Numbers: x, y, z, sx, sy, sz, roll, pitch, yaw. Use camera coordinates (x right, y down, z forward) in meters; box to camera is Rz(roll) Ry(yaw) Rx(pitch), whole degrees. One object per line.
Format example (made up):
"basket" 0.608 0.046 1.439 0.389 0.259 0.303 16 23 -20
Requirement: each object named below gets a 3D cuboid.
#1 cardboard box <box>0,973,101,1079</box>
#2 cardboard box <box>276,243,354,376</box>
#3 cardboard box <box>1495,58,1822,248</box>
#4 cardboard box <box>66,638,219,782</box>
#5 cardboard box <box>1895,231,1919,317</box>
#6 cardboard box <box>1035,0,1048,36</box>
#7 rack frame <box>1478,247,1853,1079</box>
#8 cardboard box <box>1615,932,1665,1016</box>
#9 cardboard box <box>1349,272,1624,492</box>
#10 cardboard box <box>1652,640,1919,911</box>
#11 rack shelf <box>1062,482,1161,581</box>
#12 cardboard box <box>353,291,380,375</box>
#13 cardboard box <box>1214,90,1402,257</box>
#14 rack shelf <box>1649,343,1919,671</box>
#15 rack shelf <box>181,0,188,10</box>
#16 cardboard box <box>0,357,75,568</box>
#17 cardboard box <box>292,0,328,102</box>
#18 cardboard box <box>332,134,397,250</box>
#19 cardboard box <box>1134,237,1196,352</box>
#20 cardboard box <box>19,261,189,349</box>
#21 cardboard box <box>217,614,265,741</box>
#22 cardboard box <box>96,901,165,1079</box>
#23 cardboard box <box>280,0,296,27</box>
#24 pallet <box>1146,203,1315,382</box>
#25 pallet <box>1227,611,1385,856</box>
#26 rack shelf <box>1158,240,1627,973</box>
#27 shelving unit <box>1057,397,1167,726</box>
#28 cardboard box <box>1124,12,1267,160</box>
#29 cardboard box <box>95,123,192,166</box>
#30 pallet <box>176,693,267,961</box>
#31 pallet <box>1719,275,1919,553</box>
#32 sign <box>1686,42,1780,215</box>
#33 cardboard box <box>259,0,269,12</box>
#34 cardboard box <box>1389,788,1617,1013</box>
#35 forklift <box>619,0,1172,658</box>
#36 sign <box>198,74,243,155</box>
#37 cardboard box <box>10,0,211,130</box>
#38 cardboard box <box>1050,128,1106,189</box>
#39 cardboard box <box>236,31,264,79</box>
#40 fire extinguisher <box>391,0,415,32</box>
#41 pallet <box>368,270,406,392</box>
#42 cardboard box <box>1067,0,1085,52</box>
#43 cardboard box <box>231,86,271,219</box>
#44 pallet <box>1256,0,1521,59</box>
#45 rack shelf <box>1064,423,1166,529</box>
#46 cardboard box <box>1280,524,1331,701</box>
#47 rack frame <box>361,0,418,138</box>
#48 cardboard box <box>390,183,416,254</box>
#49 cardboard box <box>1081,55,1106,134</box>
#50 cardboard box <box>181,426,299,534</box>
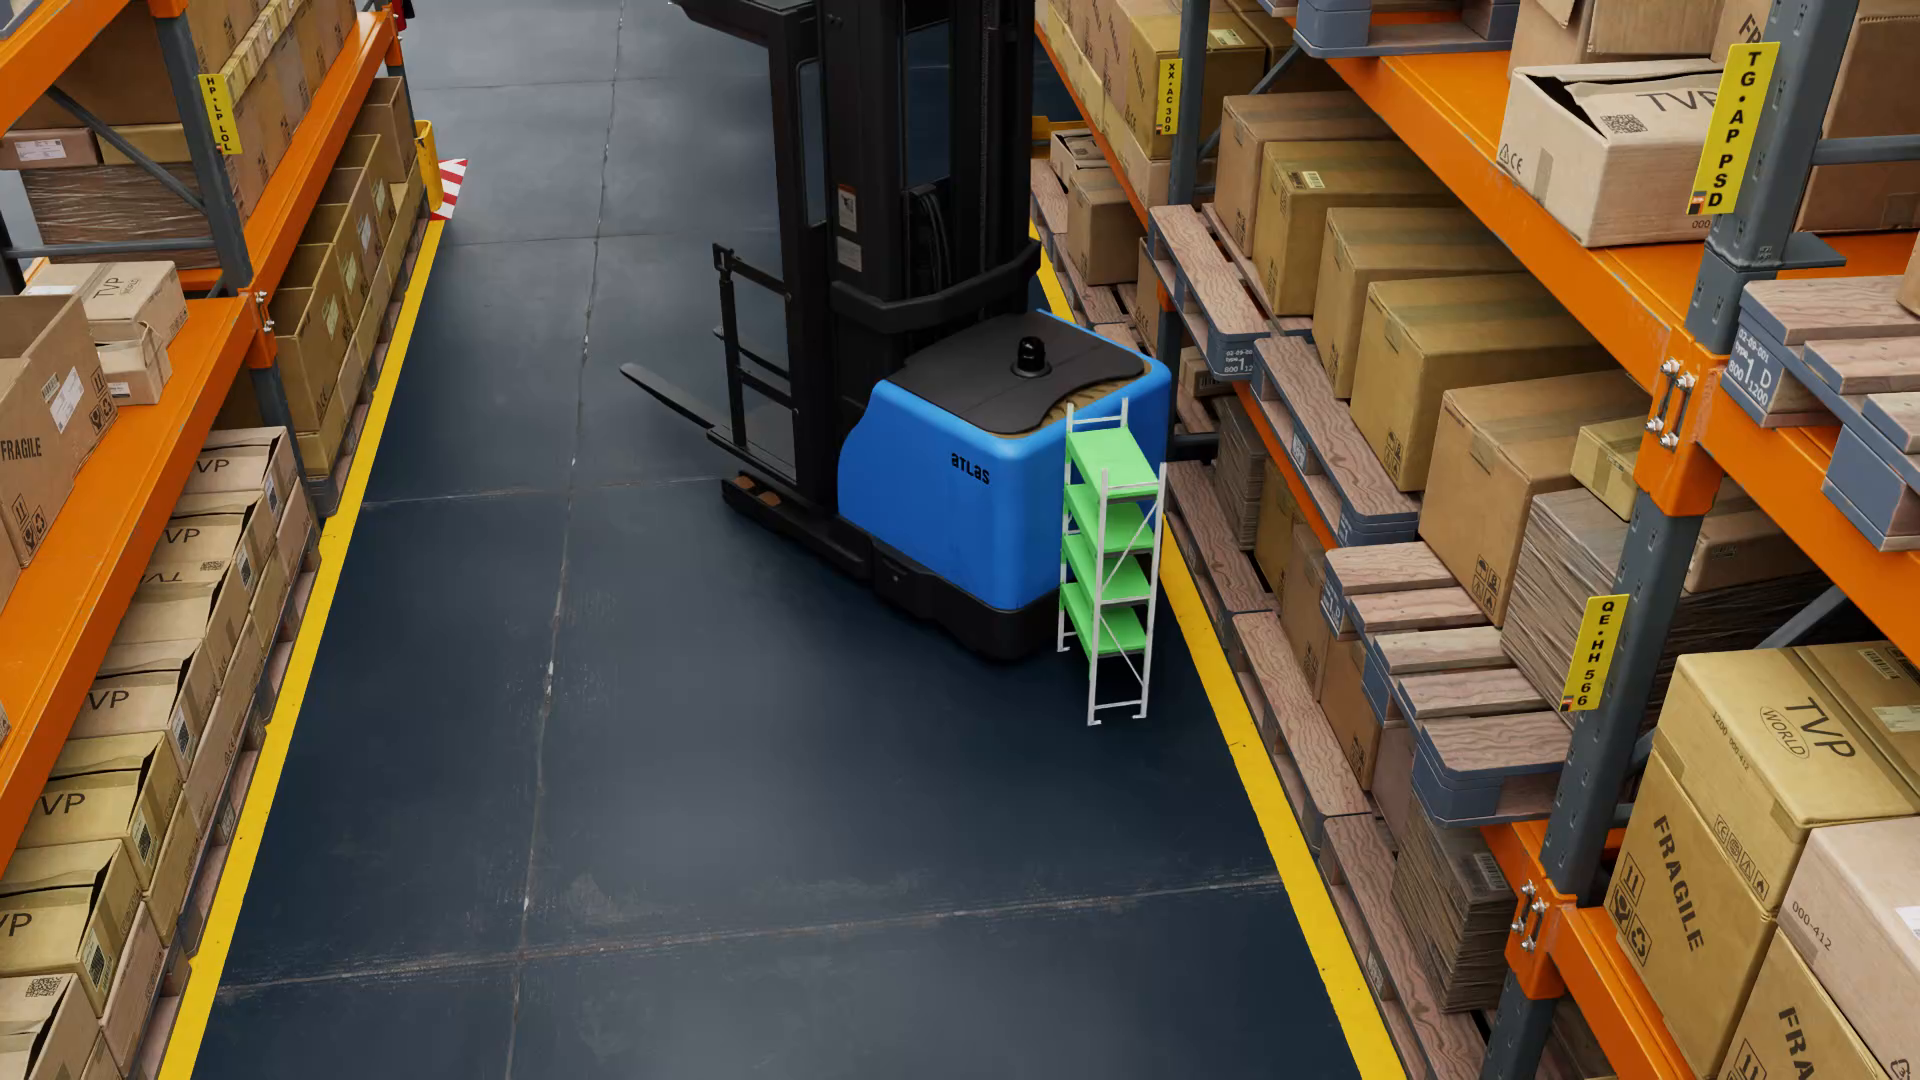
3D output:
"cardboard box" -2.720 1.451 4.528 0.500 0.311 0.500 -3 34 -5
"cardboard box" -3.305 -1.106 8.112 0.500 0.500 0.500 -4 35 -6
"cardboard box" 1.604 -0.935 3.856 0.500 0.311 0.500 -4 35 -6
"cardboard box" -2.935 0.587 5.796 0.500 0.311 0.500 -5 35 -7
"cardboard box" 2.089 -0.544 2.742 0.700 0.500 0.500 -7 35 -10
"cardboard box" 0.727 -3.168 9.851 0.500 0.250 0.500 -5 35 -8
"rack frame" 1.968 0.657 4.122 1.000 3.000 0.127 -4 35 -6
"cardboard box" 1.783 0.954 3.892 0.380 0.149 0.250 -5 35 -7
"cardboard box" 1.705 -0.521 5.371 0.700 0.500 0.500 -4 35 -6
"cardboard box" 1.777 0.464 3.369 0.500 0.250 0.500 -4 34 -5
"rack shelf" 0.582 -0.050 6.446 0.258 0.148 0.480 -7 35 -10
"cardboard box" -3.364 -1.075 8.733 0.500 0.250 0.500 -4 35 -6
"cardboard box" 1.465 -1.511 6.825 0.700 0.500 0.500 -4 35 -6
"rack shelf" 2.237 0.831 1.842 1.077 0.370 4.000 -4 35 -6
"rack shelf" -3.747 -3.256 7.839 1.077 0.370 4.000 -4 35 -6
"cardboard box" -3.253 -0.236 5.343 0.500 0.500 0.500 -4 35 -6
"cardboard box" -3.830 -2.639 8.871 0.700 0.500 0.500 -4 34 -6
"cardboard box" -3.500 -1.943 9.341 0.500 0.500 0.500 -4 35 -6
"cardboard box" 1.251 -1.300 8.823 0.500 0.500 0.500 -7 35 -10
"cardboard box" -3.369 -0.864 6.488 0.500 0.250 0.500 -2 34 -3
"cardboard box" -3.000 0.542 6.359 0.500 0.250 0.500 -4 34 -5
"cardboard box" -2.788 1.402 5.097 0.500 0.250 0.500 -5 35 -8
"cardboard box" -3.565 -2.675 8.347 0.380 0.149 0.250 -5 35 -7
"pallet" 1.389 -1.058 6.809 1.003 0.211 1.213 -4 35 -6
"pallet" 1.704 0.694 6.544 1.003 0.211 1.213 -4 35 -6
"rack shelf" 1.699 -0.162 5.962 1.077 0.370 4.000 -4 35 -6
"shelving unit" 0.582 0.095 6.545 0.258 1.200 0.503 -7 35 -10
"cardboard box" 1.060 -2.071 7.575 0.500 0.500 0.500 -4 35 -6
"cardboard box" -3.322 -1.672 6.874 0.380 0.149 0.250 -4 35 -6
"pallet" -3.173 1.045 6.029 1.003 0.211 1.213 -4 35 -6
"pallet" 2.107 -0.149 2.809 1.213 0.211 1.003 -3 34 -4
"sign" 1.430 -0.756 3.073 0.100 0.325 0.005 -4 35 -6
"cardboard box" -3.747 -2.862 8.046 0.700 0.500 0.500 -4 35 -6
"cardboard box" 1.819 1.111 5.286 0.700 0.500 0.500 -4 34 -6
"forklift" -0.488 -1.451 7.277 1.130 2.935 3.031 -29 44 -35
"sign" -2.942 -1.690 6.608 0.100 0.325 0.005 -4 35 -6
"cardboard box" -3.544 -2.022 6.813 0.700 0.500 0.500 -4 34 -6
"cardboard box" 0.896 -2.485 10.729 0.500 0.311 0.500 -8 35 -12
"cardboard box" -3.461 -2.242 7.711 0.380 0.149 0.250 -5 35 -8
"fire extinguisher" -3.572 -3.499 10.289 0.296 0.674 0.183 -4 35 -6
"pallet" -3.711 -1.175 9.286 1.003 0.211 1.213 -4 35 -6
"cardboard box" 0.859 -2.921 8.823 0.500 0.500 0.500 -3 34 -5
"cardboard box" -3.621 -1.780 7.609 0.700 0.500 0.500 -5 35 -7
"pallet" 1.550 -1.806 5.239 1.213 0.211 1.003 -4 35 -6
"rack shelf" 0.582 -0.249 6.310 0.258 0.148 0.480 -7 35 -10
"cardboard box" 1.693 0.258 6.537 0.700 0.500 0.500 -4 34 -6
"rack frame" -4.016 -3.430 10.119 1.000 3.000 0.127 -4 35 -6
"cardboard box" -3.572 -1.912 9.961 0.500 0.250 0.500 -4 35 -6
"cardboard box" 0.924 -2.321 8.607 0.500 0.250 0.500 -5 35 -7
"cardboard box" -3.140 -0.262 7.042 0.500 0.311 0.500 -4 35 -6
